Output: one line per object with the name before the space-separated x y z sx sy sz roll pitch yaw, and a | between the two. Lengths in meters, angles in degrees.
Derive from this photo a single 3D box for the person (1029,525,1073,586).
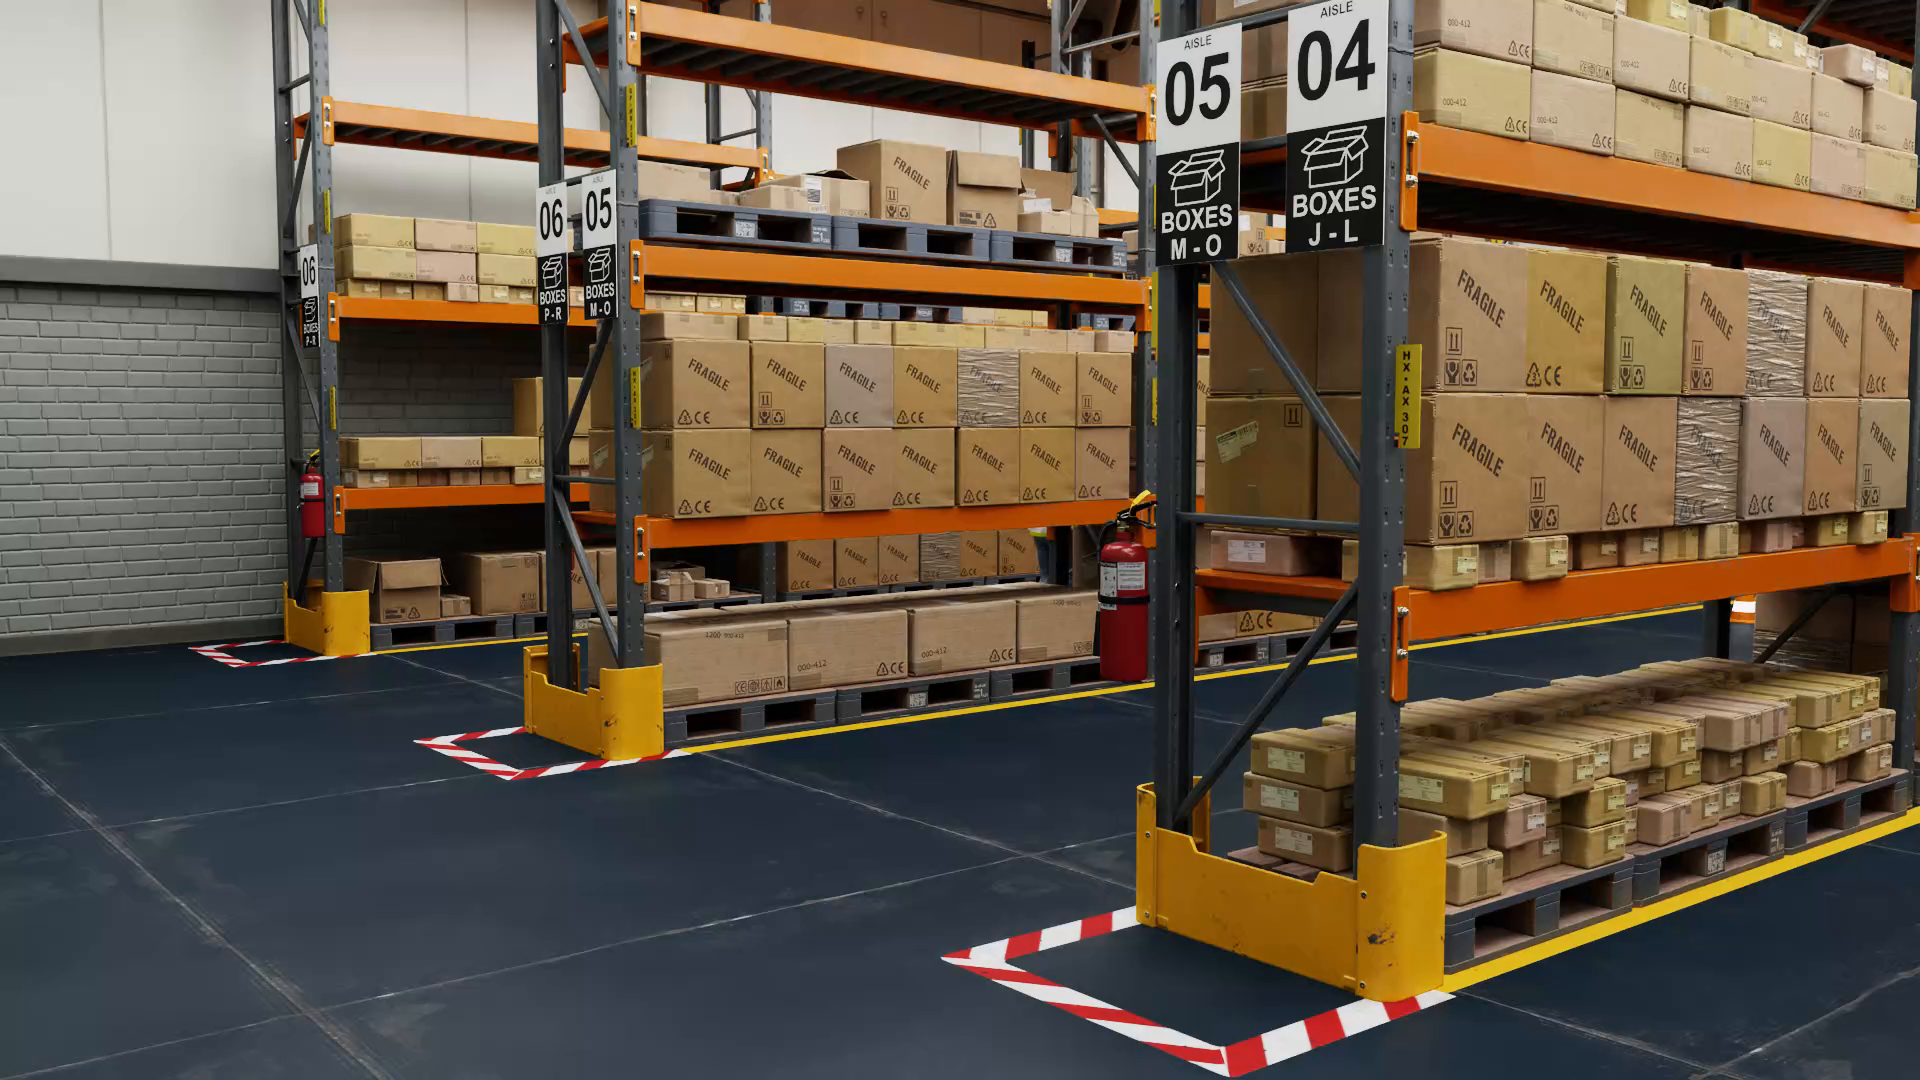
person | 0.836 -0.061 14.224 0.461 1.756 0.627 -3 5 -39
